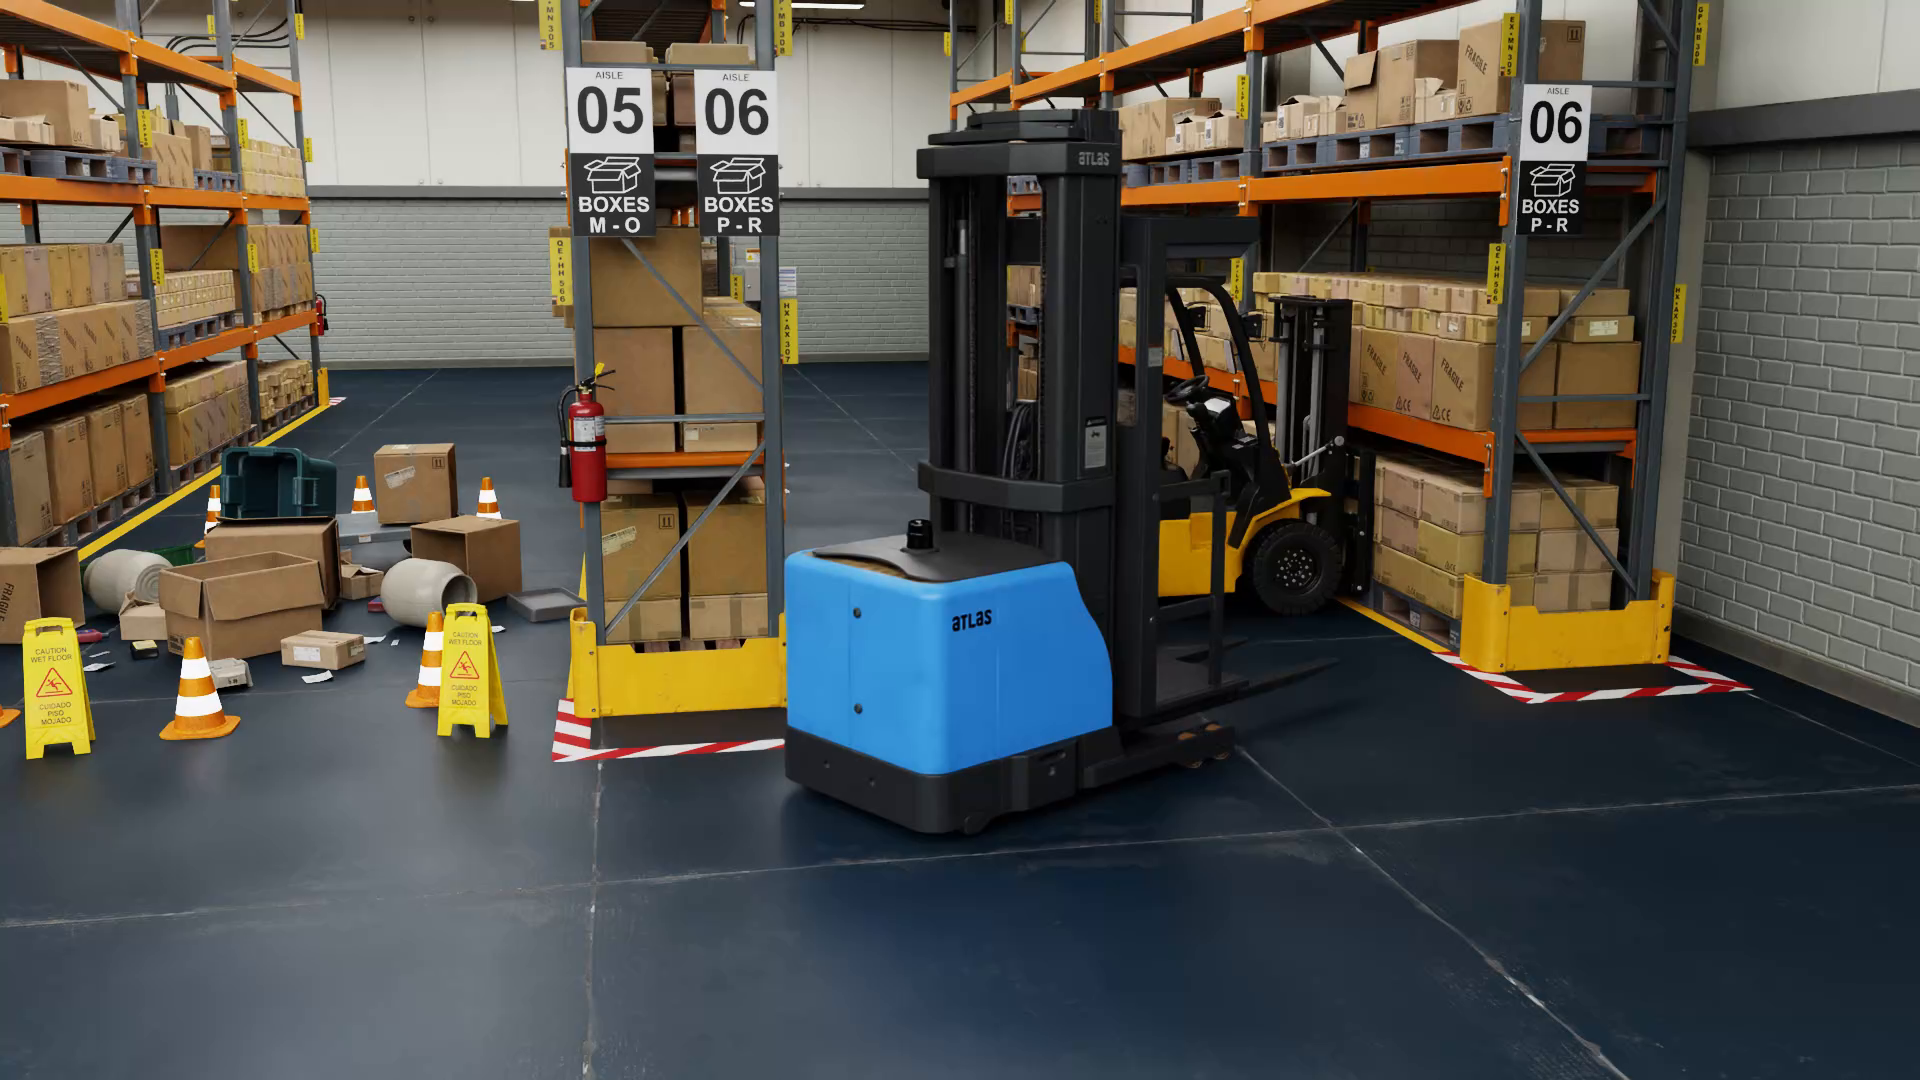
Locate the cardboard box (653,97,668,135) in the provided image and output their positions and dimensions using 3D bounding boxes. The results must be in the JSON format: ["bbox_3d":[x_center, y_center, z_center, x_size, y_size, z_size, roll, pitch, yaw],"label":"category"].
[{"bbox_3d":[-1.848,-2.328,8.990,0.500,0.250,0.500,-2,11,-12],"label":"cardboard box"}]

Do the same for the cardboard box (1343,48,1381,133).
[{"bbox_3d":[2.965,-2.939,10.925,0.797,0.503,0.637,-2,11,-9],"label":"cardboard box"}]

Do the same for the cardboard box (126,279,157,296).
[{"bbox_3d":[-7.693,-2.342,15.436,0.380,0.149,0.250,-2,11,-11],"label":"cardboard box"}]

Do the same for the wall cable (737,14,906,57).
[{"bbox_3d":[-2.417,-7.660,29.273,2.988,3.039,0.133,-2,11,-11],"label":"wall cable"}]

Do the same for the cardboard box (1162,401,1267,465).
[{"bbox_3d":[2.285,-0.936,15.318,0.875,0.625,0.625,-3,11,-13],"label":"cardboard box"}]

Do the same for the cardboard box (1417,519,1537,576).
[{"bbox_3d":[3.066,0.034,9.887,0.500,0.250,0.500,-2,11,-12],"label":"cardboard box"}]

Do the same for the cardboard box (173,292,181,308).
[{"bbox_3d":[-7.849,-2.344,16.242,0.380,0.149,0.250,-2,11,-11],"label":"cardboard box"}]

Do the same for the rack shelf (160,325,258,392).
[{"bbox_3d":[-8.182,-1.888,17.015,1.077,0.370,4.000,-2,11,-11],"label":"rack shelf"}]

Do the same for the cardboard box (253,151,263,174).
[{"bbox_3d":[-8.521,-4.442,19.553,0.500,0.250,0.500,-2,11,-11],"label":"cardboard box"}]

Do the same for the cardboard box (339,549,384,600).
[{"bbox_3d":[-4.126,0.231,11.270,0.396,0.266,0.258,9,14,38],"label":"cardboard box"}]

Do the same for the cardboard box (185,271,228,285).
[{"bbox_3d":[-8.248,-2.867,18.195,0.380,0.149,0.250,-2,11,-13],"label":"cardboard box"}]

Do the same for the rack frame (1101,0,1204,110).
[{"bbox_3d":[1.912,-5.201,16.455,1.000,3.000,0.127,-2,11,-11],"label":"rack frame"}]

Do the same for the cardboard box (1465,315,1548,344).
[{"bbox_3d":[3.125,-1.208,9.518,0.380,0.149,0.250,-2,11,-10],"label":"cardboard box"}]

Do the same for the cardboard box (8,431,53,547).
[{"bbox_3d":[-7.224,-0.352,11.918,1.050,0.750,0.750,-2,11,-11],"label":"cardboard box"}]

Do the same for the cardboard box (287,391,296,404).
[{"bbox_3d":[-8.720,-1.823,21.254,0.380,0.149,0.250,-2,11,-10],"label":"cardboard box"}]

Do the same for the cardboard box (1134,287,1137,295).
[{"bbox_3d":[1.876,-2.410,15.833,0.380,0.149,0.250,-2,11,-10],"label":"cardboard box"}]

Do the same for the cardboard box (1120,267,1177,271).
[{"bbox_3d":[1.965,-2.609,17.493,0.500,0.500,0.500,-2,11,-8],"label":"cardboard box"}]

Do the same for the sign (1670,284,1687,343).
[{"bbox_3d":[4.013,-1.270,9.319,0.100,0.325,0.005,-2,11,-11],"label":"sign"}]

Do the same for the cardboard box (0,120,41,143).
[{"bbox_3d":[-7.032,-3.013,12.261,0.380,0.149,0.250,-2,11,-11],"label":"cardboard box"}]

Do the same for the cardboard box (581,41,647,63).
[{"bbox_3d":[-1.756,-2.399,8.293,0.380,0.149,0.250,-2,11,-10],"label":"cardboard box"}]

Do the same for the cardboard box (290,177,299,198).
[{"bbox_3d":[-8.894,-4.574,21.585,0.500,0.250,0.500,-2,11,-11],"label":"cardboard box"}]

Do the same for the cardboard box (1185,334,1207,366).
[{"bbox_3d":[2.232,-1.622,14.095,0.500,0.250,0.500,-2,11,-11],"label":"cardboard box"}]

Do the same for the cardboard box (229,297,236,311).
[{"bbox_3d":[-8.299,-2.625,18.515,0.380,0.149,0.250,-2,11,-12],"label":"cardboard box"}]

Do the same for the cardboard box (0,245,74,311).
[{"bbox_3d":[-7.414,-2.051,13.010,0.700,0.500,0.500,-2,11,-12],"label":"cardboard box"}]

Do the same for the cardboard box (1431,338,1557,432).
[{"bbox_3d":[3.114,-0.916,9.722,0.500,0.500,0.500,-2,11,-12],"label":"cardboard box"}]

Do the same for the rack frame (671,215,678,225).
[{"bbox_3d":[-4.513,-3.540,23.773,1.000,3.000,0.127,-2,11,-11],"label":"rack frame"}]

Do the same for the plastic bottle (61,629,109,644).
[{"bbox_3d":[-5.268,0.581,9.978,0.283,0.061,0.133,-6,13,-31],"label":"plastic bottle"}]

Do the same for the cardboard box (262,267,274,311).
[{"bbox_3d":[-8.523,-2.994,19.839,0.500,0.500,0.500,-2,11,-11],"label":"cardboard box"}]

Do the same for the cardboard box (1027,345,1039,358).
[{"bbox_3d":[1.040,-2.309,20.339,0.380,0.149,0.250,-3,11,-14],"label":"cardboard box"}]

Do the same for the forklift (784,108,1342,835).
[{"bbox_3d":[0.658,-0.450,7.721,3.031,2.935,1.130,-10,14,-41],"label":"forklift"}]

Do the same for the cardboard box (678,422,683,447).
[{"bbox_3d":[-1.327,-0.598,8.986,0.380,0.149,0.250,-2,11,-10],"label":"cardboard box"}]

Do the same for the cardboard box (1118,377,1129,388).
[{"bbox_3d":[1.567,-1.632,17.577,0.380,0.149,0.250,-3,11,-14],"label":"cardboard box"}]

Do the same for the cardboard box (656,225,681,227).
[{"bbox_3d":[-3.541,-3.733,20.109,0.380,0.149,0.250,-2,11,-12],"label":"cardboard box"}]

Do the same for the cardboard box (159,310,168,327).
[{"bbox_3d":[-7.734,-2.096,15.733,0.380,0.149,0.250,-2,11,-8],"label":"cardboard box"}]

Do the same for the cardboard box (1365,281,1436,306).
[{"bbox_3d":[2.845,-1.589,10.725,0.380,0.149,0.250,-2,11,-10],"label":"cardboard box"}]

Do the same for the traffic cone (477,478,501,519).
[{"bbox_3d":[-3.793,-0.269,13.374,0.336,0.463,0.334,-2,11,-11],"label":"traffic cone"}]

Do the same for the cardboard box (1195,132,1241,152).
[{"bbox_3d":[2.178,-3.316,13.858,0.380,0.149,0.250,-2,11,-11],"label":"cardboard box"}]

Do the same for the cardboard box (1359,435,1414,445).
[{"bbox_3d":[3.173,-0.598,11.873,0.500,0.250,0.500,-2,11,-11],"label":"cardboard box"}]

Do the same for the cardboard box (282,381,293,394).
[{"bbox_3d":[-8.637,-1.920,20.967,0.380,0.149,0.250,-2,11,-10],"label":"cardboard box"}]

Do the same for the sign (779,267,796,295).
[{"bbox_3d":[-3.099,-4.632,29.765,0.329,0.494,0.001,-2,11,-11],"label":"sign"}]

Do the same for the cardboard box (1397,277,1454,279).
[{"bbox_3d":[3.265,-1.751,11.574,0.380,0.149,0.250,-2,11,-12],"label":"cardboard box"}]

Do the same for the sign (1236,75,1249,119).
[{"bbox_3d":[2.159,-3.381,12.690,0.100,0.325,0.005,-2,11,-11],"label":"sign"}]

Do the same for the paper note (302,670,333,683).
[{"bbox_3d":[-3.537,0.752,9.163,0.148,0.019,0.142,-6,13,-31],"label":"paper note"}]

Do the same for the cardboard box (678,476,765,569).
[{"bbox_3d":[-1.398,-0.087,9.859,0.500,0.500,0.500,-3,11,-13],"label":"cardboard box"}]

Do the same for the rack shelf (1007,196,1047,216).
[{"bbox_3d":[0.745,-4.474,22.584,1.077,0.370,4.000,-2,11,-11],"label":"rack shelf"}]

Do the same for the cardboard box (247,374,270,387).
[{"bbox_3d":[-8.600,-1.921,20.176,0.380,0.149,0.250,-2,11,-12],"label":"cardboard box"}]

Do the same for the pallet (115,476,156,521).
[{"bbox_3d":[-7.713,-0.357,14.507,1.003,0.211,1.213,-2,11,-11],"label":"pallet"}]

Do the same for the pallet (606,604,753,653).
[{"bbox_3d":[-1.539,0.600,9.479,1.003,0.211,1.213,-2,11,-11],"label":"pallet"}]

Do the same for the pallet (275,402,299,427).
[{"bbox_3d":[-8.977,-1.584,20.954,1.003,0.211,1.213,-2,11,-11],"label":"pallet"}]

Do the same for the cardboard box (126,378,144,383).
[{"bbox_3d":[-8.292,-1.429,16.239,0.500,0.250,0.500,-2,11,-10],"label":"cardboard box"}]

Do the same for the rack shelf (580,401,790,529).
[{"bbox_3d":[-1.790,-0.619,10.350,1.077,0.370,4.000,-2,11,-11],"label":"rack shelf"}]
